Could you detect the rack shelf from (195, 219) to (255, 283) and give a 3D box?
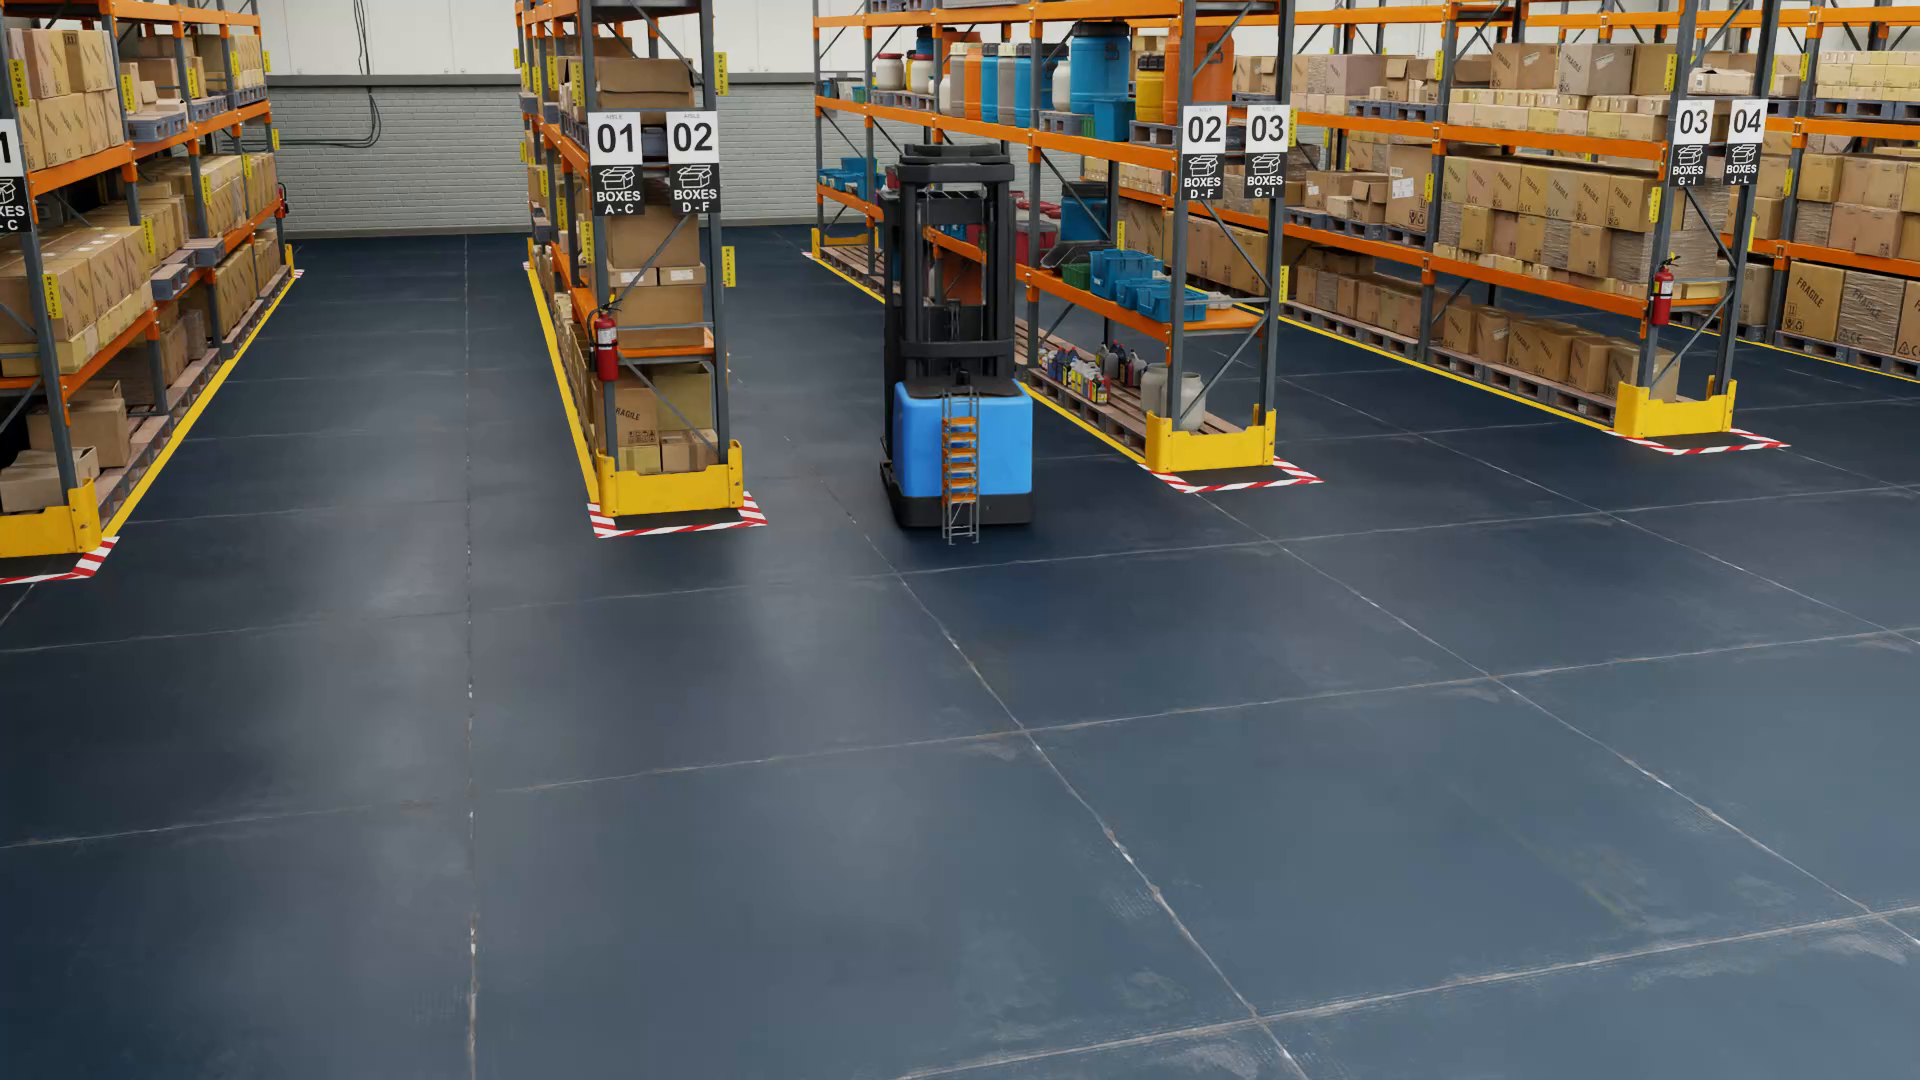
[{"bbox_3d":[-9.920,-3.750,21.474,1.077,0.370,4.000,-5,17,-15],"label":"rack shelf"}]

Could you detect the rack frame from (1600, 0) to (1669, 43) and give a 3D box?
[{"bbox_3d":[9.714,-7.954,23.789,1.000,3.000,0.127,-5,17,-15],"label":"rack frame"}]

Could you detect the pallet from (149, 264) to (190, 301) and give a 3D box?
[{"bbox_3d":[-8.342,-2.566,16.615,1.003,0.211,1.213,-5,17,-15],"label":"pallet"}]

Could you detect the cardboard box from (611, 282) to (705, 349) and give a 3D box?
[{"bbox_3d":[-2.526,-1.900,13.888,0.700,0.500,0.500,-5,17,-15],"label":"cardboard box"}]

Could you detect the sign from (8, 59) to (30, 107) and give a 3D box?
[{"bbox_3d":[-6.651,-3.227,11.748,0.100,0.325,0.005,-5,17,-15],"label":"sign"}]

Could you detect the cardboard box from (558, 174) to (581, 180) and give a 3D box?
[{"bbox_3d":[-4.958,-4.617,22.204,0.700,0.500,0.500,-1,17,-5],"label":"cardboard box"}]

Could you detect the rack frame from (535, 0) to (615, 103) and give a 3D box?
[{"bbox_3d":[-4.609,-6.808,19.973,1.000,3.000,0.127,-5,17,-15],"label":"rack frame"}]

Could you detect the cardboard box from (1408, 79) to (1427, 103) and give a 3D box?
[{"bbox_3d":[5.662,-5.436,20.123,0.396,0.266,0.258,-4,17,-13],"label":"cardboard box"}]

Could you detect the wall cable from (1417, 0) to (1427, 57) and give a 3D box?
[{"bbox_3d":[10.413,-12.137,37.716,0.463,3.000,0.029,-5,17,-15],"label":"wall cable"}]

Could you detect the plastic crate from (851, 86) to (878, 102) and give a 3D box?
[{"bbox_3d":[-1.502,-7.014,26.166,0.416,0.233,0.300,-5,17,-15],"label":"plastic crate"}]

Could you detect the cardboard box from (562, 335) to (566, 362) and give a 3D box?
[{"bbox_3d":[-4.319,-2.226,19.199,0.500,0.250,0.500,-4,17,-14],"label":"cardboard box"}]

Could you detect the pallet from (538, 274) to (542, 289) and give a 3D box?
[{"bbox_3d":[-6.235,-4.233,26.679,1.003,0.211,1.213,-5,17,-15],"label":"pallet"}]

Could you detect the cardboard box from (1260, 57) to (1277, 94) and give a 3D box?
[{"bbox_3d":[4.680,-6.567,23.476,0.797,0.503,0.637,-4,17,-12],"label":"cardboard box"}]

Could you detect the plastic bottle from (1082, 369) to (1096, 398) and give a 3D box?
[{"bbox_3d":[1.346,-1.602,17.041,0.152,0.276,0.135,-5,17,-17],"label":"plastic bottle"}]

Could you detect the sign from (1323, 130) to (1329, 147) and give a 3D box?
[{"bbox_3d":[6.994,-7.665,31.752,0.100,0.325,0.005,-5,17,-15],"label":"sign"}]

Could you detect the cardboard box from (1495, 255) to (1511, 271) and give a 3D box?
[{"bbox_3d":[6.153,-3.063,18.371,0.380,0.149,0.250,-5,17,-15],"label":"cardboard box"}]

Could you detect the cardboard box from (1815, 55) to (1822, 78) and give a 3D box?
[{"bbox_3d":[13.991,-7.444,26.403,0.700,0.500,0.500,-6,18,-18],"label":"cardboard box"}]

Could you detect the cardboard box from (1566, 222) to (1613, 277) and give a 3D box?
[{"bbox_3d":[6.738,-2.977,16.958,0.875,0.500,0.500,-5,17,-15],"label":"cardboard box"}]

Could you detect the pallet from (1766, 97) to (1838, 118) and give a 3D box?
[{"bbox_3d":[10.514,-5.569,21.396,0.805,0.209,1.217,-5,18,-17],"label":"pallet"}]

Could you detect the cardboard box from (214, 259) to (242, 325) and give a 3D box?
[{"bbox_3d":[-9.681,-3.170,21.298,0.750,0.750,0.750,-5,17,-16],"label":"cardboard box"}]

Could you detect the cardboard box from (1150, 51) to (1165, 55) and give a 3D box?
[{"bbox_3d":[3.545,-7.768,27.307,0.700,0.500,0.500,-6,18,-19],"label":"cardboard box"}]

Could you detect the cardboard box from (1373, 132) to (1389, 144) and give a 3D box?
[{"bbox_3d":[7.793,-7.392,29.919,0.500,0.500,0.500,-5,18,-17],"label":"cardboard box"}]

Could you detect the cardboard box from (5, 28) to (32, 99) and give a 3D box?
[{"bbox_3d":[-7.045,-3.428,11.988,0.500,0.500,0.500,-6,18,-19],"label":"cardboard box"}]

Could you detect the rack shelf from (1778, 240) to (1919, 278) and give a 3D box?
[{"bbox_3d":[11.363,-3.077,19.231,1.077,0.370,4.000,-5,17,-15],"label":"rack shelf"}]

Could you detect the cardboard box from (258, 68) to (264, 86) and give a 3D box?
[{"bbox_3d":[-11.113,-7.187,25.806,0.500,0.250,0.500,-4,17,-14],"label":"cardboard box"}]

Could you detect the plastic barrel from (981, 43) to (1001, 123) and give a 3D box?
[{"bbox_3d":[0.546,-5.381,19.565,0.600,0.901,0.708,-5,17,-15],"label":"plastic barrel"}]

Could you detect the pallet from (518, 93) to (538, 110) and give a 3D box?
[{"bbox_3d":[-5.596,-6.201,23.496,1.213,0.211,1.003,-5,17,-15],"label":"pallet"}]

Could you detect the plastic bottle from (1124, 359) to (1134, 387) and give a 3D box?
[{"bbox_3d":[1.788,-1.777,17.610,0.061,0.283,0.133,-5,17,-15],"label":"plastic bottle"}]

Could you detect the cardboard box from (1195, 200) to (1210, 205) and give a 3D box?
[{"bbox_3d":[3.980,-5.446,25.696,0.500,0.500,0.500,-5,17,-17],"label":"cardboard box"}]

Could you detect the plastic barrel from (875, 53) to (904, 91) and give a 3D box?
[{"bbox_3d":[-1.041,-6.969,24.757,0.433,0.535,0.433,0,17,0],"label":"plastic barrel"}]

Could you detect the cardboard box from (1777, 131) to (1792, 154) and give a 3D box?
[{"bbox_3d":[13.773,-6.428,27.227,0.500,0.500,0.500,-5,17,-15],"label":"cardboard box"}]

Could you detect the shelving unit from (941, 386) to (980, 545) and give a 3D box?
[{"bbox_3d":[0.004,-0.571,12.766,0.258,1.200,0.189,-5,17,-15],"label":"shelving unit"}]

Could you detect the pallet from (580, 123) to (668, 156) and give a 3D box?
[{"bbox_3d":[-2.580,-3.313,13.708,1.003,0.211,1.213,-5,17,-15],"label":"pallet"}]

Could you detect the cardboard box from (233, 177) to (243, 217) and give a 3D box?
[{"bbox_3d":[-9.951,-4.600,22.326,0.500,0.500,0.500,-5,17,-15],"label":"cardboard box"}]

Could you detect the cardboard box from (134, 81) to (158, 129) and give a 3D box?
[{"bbox_3d":[-9.104,-4.671,17.861,0.797,0.503,0.637,-2,17,-8],"label":"cardboard box"}]

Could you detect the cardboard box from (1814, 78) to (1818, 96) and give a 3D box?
[{"bbox_3d":[10.887,-5.782,21.103,0.258,0.266,0.396,-5,17,-16],"label":"cardboard box"}]

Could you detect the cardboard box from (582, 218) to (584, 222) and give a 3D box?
[{"bbox_3d":[-3.987,-3.374,18.796,0.500,0.500,0.500,-5,17,-15],"label":"cardboard box"}]

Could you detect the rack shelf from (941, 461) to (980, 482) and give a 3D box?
[{"bbox_3d":[0.004,-0.528,12.779,0.258,0.103,0.180,-5,17,-15],"label":"rack shelf"}]

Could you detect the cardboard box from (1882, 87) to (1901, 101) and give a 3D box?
[{"bbox_3d":[10.868,-5.131,19.137,0.380,0.149,0.250,-5,17,-16],"label":"cardboard box"}]

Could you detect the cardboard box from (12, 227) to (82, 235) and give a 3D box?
[{"bbox_3d":[-8.343,-2.586,15.268,0.500,0.500,0.500,-5,17,-17],"label":"cardboard box"}]

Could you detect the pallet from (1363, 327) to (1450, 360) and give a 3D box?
[{"bbox_3d":[5.801,-2.490,20.874,1.003,0.211,1.213,-5,17,-15],"label":"pallet"}]

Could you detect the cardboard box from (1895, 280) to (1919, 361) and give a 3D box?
[{"bbox_3d":[11.419,-2.477,18.947,0.875,0.875,0.875,-5,17,-16],"label":"cardboard box"}]

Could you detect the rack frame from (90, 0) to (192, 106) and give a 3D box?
[{"bbox_3d":[-9.371,-6.415,18.666,1.000,3.000,0.127,-5,17,-15],"label":"rack frame"}]

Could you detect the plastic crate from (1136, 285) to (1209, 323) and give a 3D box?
[{"bbox_3d":[1.928,-2.156,15.173,0.499,0.251,0.616,-5,17,-15],"label":"plastic crate"}]

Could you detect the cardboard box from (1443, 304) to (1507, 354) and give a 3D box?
[{"bbox_3d":[6.088,-2.500,19.677,0.500,0.500,0.500,-5,18,-17],"label":"cardboard box"}]

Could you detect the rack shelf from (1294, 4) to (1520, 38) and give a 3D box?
[{"bbox_3d":[5.467,-6.500,20.896,1.077,0.370,4.000,-5,17,-15],"label":"rack shelf"}]

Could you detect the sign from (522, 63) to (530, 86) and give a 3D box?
[{"bbox_3d":[-6.228,-6.680,23.864,0.100,0.325,0.005,-5,17,-15],"label":"sign"}]

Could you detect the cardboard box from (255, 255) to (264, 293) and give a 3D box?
[{"bbox_3d":[-10.577,-3.867,24.227,0.700,0.500,0.500,-4,17,-15],"label":"cardboard box"}]

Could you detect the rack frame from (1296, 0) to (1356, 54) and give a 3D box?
[{"bbox_3d":[4.917,-7.590,22.577,1.000,3.000,0.127,-5,17,-15],"label":"rack frame"}]

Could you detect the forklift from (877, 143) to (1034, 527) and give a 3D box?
[{"bbox_3d":[-0.114,-1.884,14.129,1.130,2.935,3.031,-2,17,-7],"label":"forklift"}]

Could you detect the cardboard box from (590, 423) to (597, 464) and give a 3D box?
[{"bbox_3d":[-2.991,-0.868,14.678,0.500,0.250,0.500,-5,17,-15],"label":"cardboard box"}]

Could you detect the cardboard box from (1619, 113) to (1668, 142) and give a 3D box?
[{"bbox_3d":[6.739,-3.982,16.040,0.500,0.250,0.500,-4,17,-14],"label":"cardboard box"}]

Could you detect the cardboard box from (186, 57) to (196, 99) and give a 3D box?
[{"bbox_3d":[-10.043,-5.799,20.890,0.700,0.500,0.500,-5,17,-15],"label":"cardboard box"}]

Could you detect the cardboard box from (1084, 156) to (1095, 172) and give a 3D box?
[{"bbox_3d":[2.591,-6.846,30.272,0.500,0.250,0.500,-5,17,-17],"label":"cardboard box"}]

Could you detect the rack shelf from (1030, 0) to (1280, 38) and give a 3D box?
[{"bbox_3d":[1.804,-5.002,15.909,1.077,0.370,4.000,-5,17,-15],"label":"rack shelf"}]
